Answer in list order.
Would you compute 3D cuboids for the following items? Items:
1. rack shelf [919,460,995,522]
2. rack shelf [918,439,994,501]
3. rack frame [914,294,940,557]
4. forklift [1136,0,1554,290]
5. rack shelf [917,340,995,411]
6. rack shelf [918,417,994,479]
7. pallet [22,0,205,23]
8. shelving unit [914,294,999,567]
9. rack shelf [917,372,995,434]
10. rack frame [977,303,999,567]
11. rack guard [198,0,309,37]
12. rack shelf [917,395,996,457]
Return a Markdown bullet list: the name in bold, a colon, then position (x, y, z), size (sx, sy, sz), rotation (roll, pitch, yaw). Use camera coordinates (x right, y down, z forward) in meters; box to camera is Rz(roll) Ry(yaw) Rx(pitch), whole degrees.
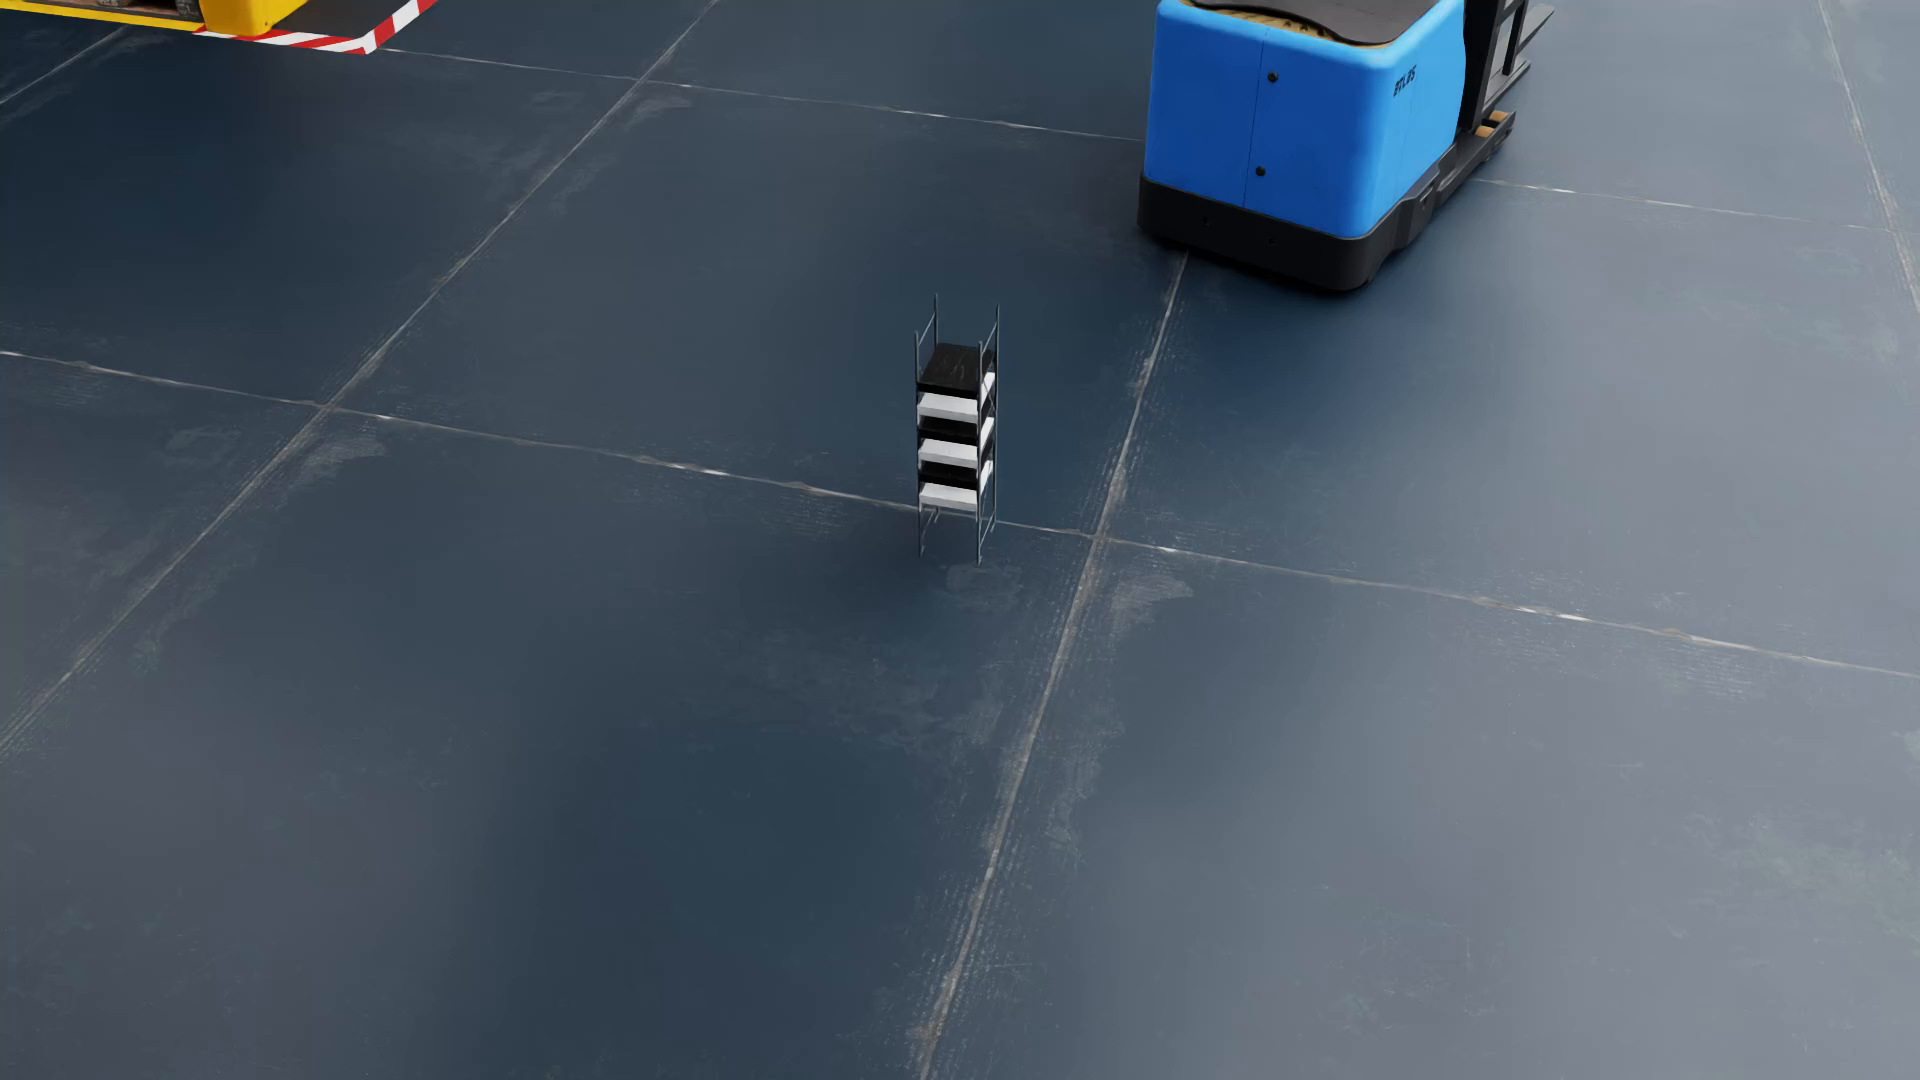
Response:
- **rack shelf**: position (-0.008, -0.183, 5.599), size (0.200, 0.077, 0.258), rotation (10, 41, 11)
- **rack shelf**: position (-0.008, -0.252, 5.542), size (0.200, 0.077, 0.258), rotation (10, 41, 11)
- **rack frame**: position (-0.106, -0.363, 5.482), size (0.006, 0.900, 0.240), rotation (10, 41, 11)
- **forklift**: position (2.007, -3.068, 7.124), size (1.130, 2.935, 3.031), rotation (23, 45, 25)
- **rack shelf**: position (-0.008, -0.527, 5.310), size (0.200, 0.077, 0.258), rotation (10, 41, 11)
- **rack shelf**: position (-0.008, -0.320, 5.484), size (0.200, 0.077, 0.258), rotation (10, 41, 11)
- **pallet**: position (-4.589, -3.321, 9.541), size (1.213, 0.211, 1.003), rotation (10, 41, 11)
- **shelving unit**: position (-0.008, -0.346, 5.462), size (0.210, 0.900, 0.258), rotation (10, 41, 11)
- **rack shelf**: position (-0.008, -0.458, 5.368), size (0.200, 0.077, 0.258), rotation (10, 41, 11)
- **rack frame**: position (0.090, -0.329, 5.442), size (0.006, 0.900, 0.240), rotation (10, 41, 11)
- **rack guard**: position (-3.806, -3.294, 9.283), size (0.348, 0.500, 1.175), rotation (10, 41, 11)
- **rack shelf**: position (-0.008, -0.389, 5.426), size (0.200, 0.077, 0.258), rotation (10, 41, 11)
